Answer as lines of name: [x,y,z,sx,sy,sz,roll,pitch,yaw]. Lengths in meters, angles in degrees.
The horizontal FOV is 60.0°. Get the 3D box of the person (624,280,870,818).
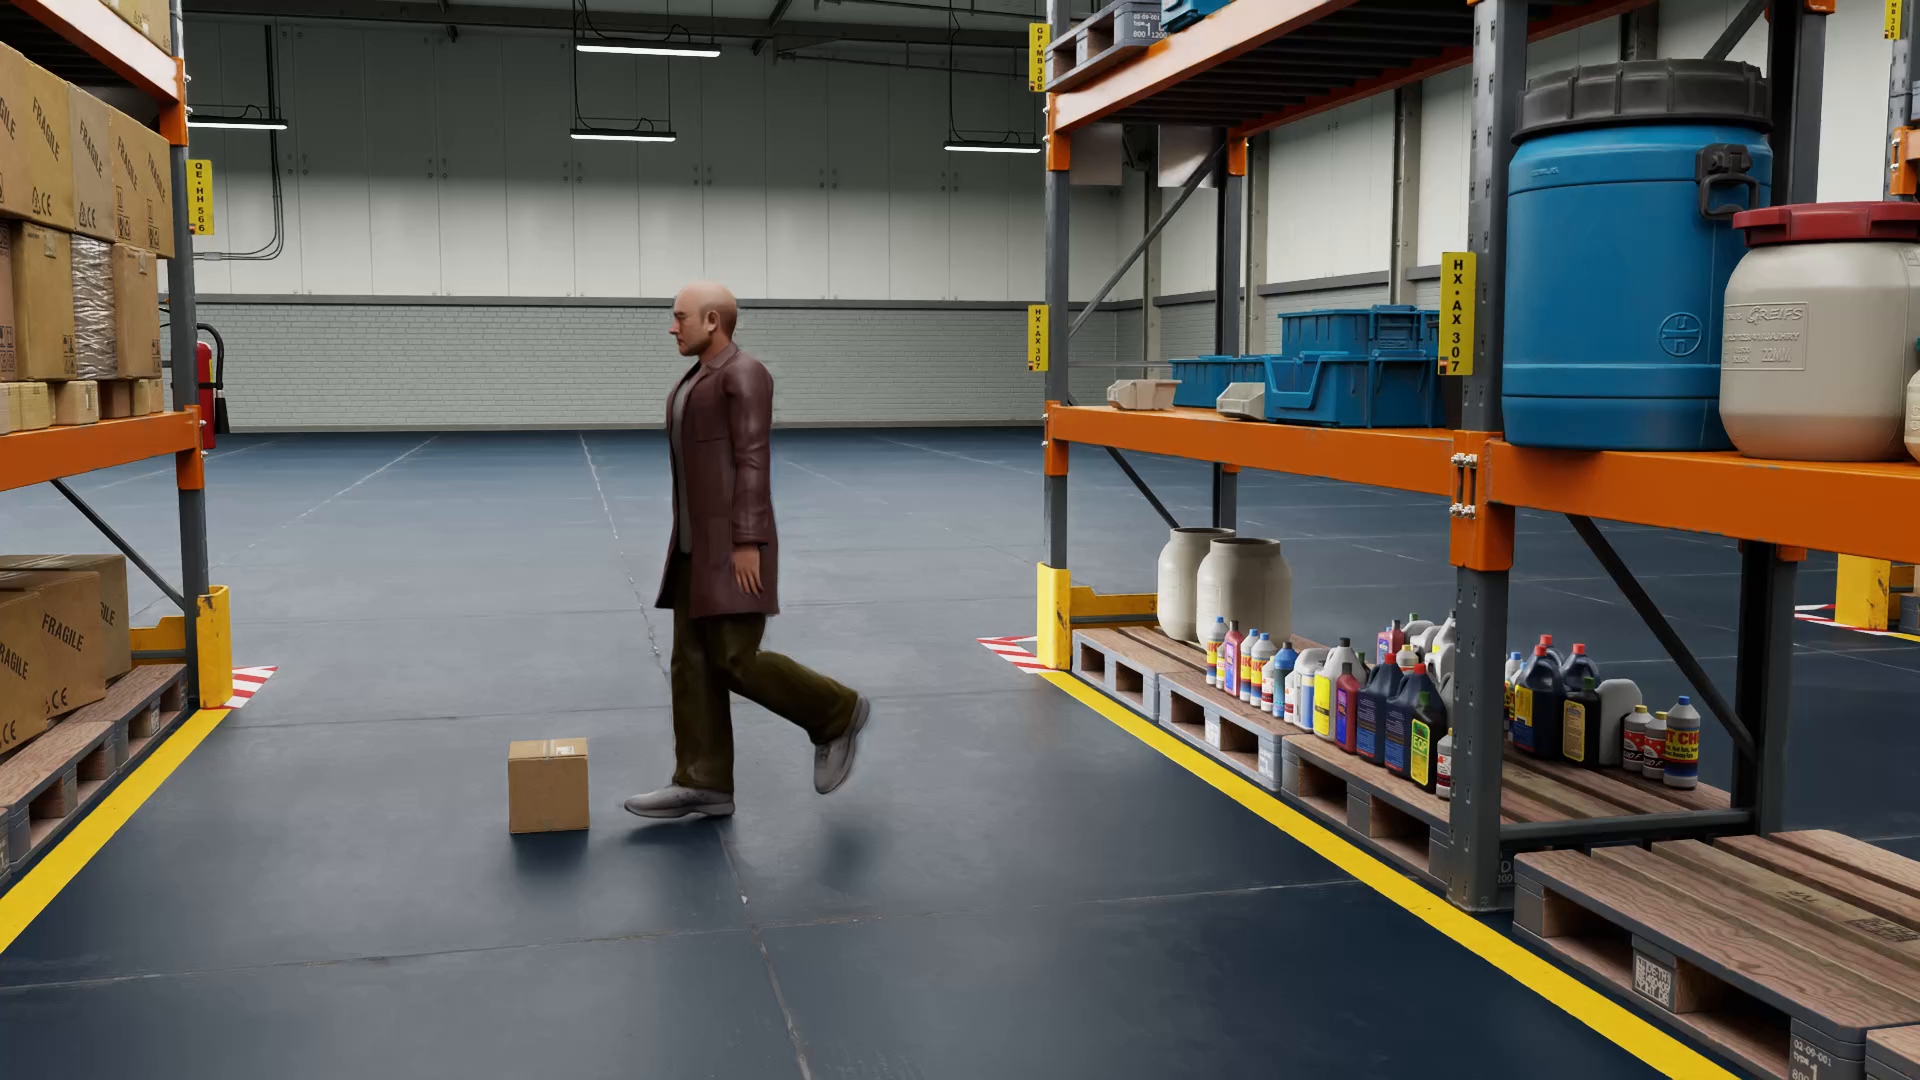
person: [-0.745,0.025,5.559,0.829,1.771,0.625,-4,7,-32]
